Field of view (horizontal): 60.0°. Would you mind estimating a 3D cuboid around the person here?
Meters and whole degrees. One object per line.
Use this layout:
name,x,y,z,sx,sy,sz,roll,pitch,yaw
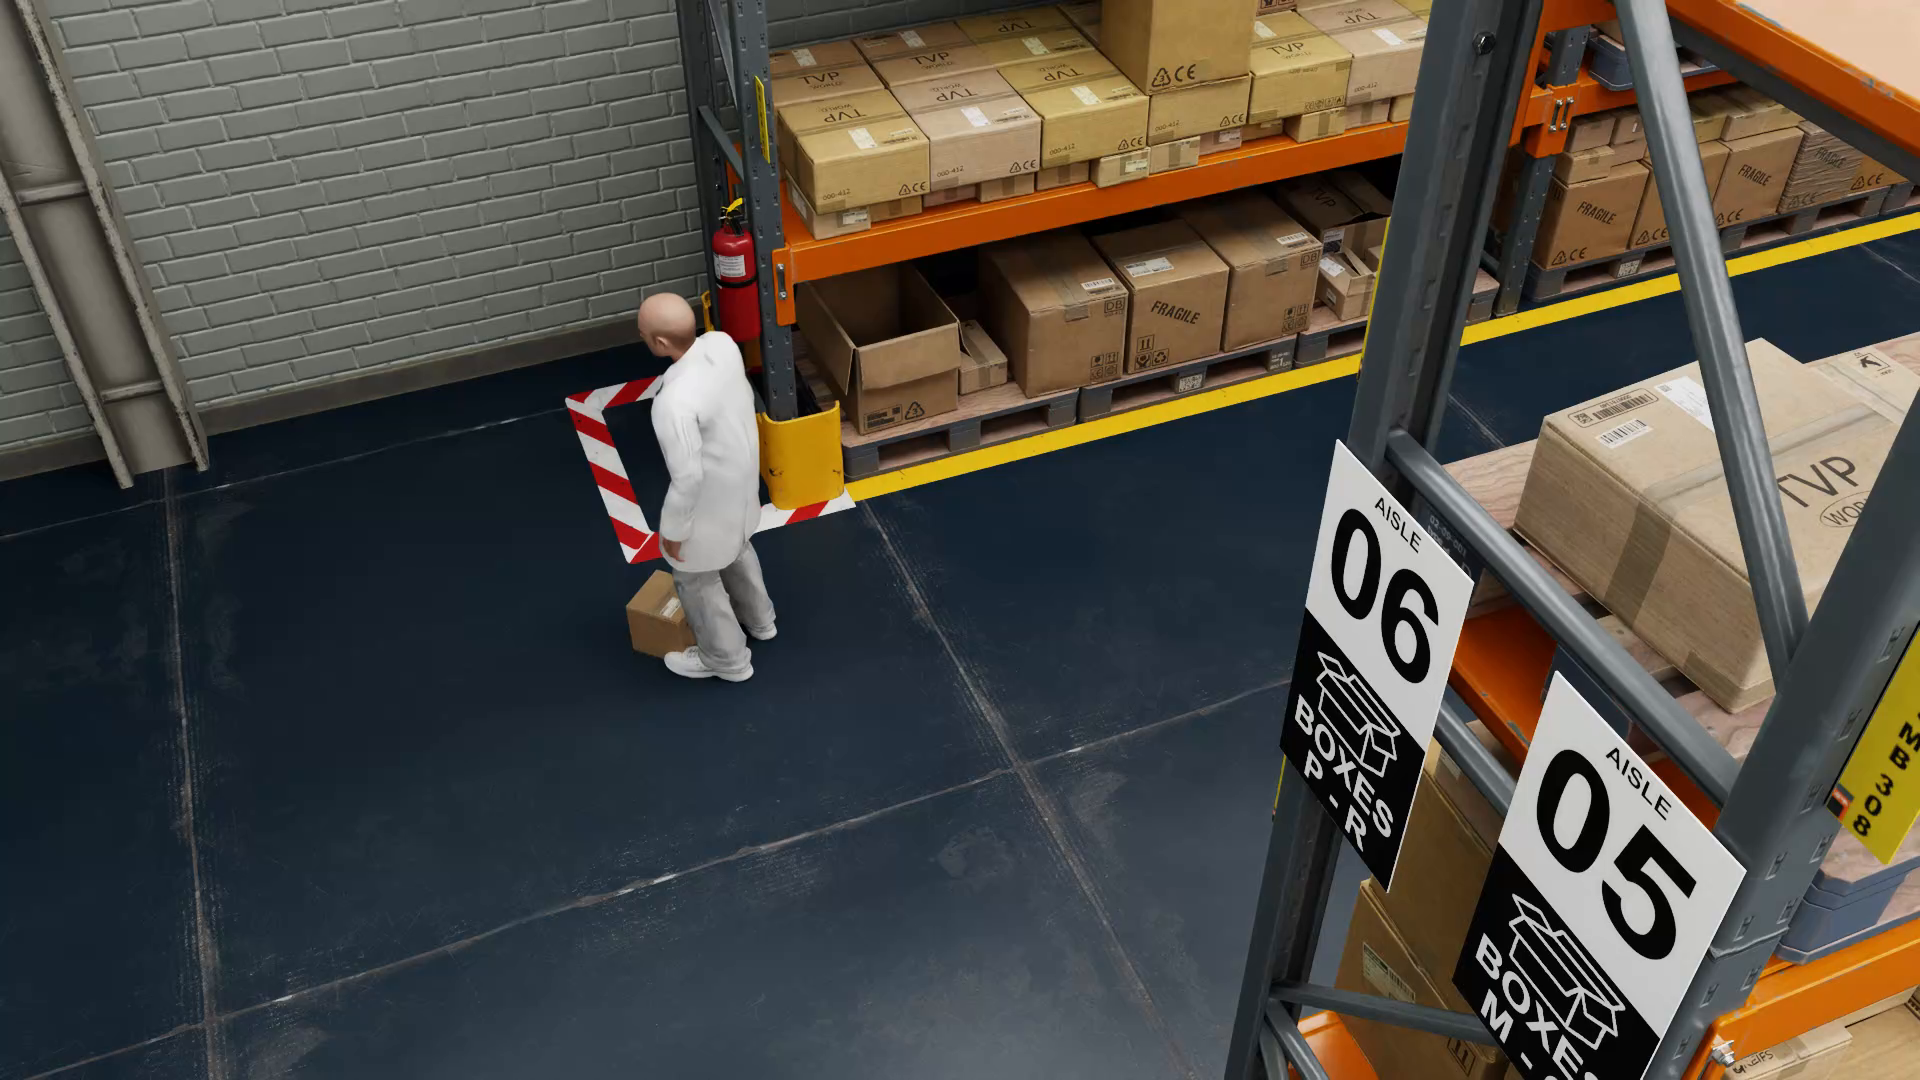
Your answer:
person,-0.979,-0.188,6.387,0.429,1.772,0.646,12,43,14
